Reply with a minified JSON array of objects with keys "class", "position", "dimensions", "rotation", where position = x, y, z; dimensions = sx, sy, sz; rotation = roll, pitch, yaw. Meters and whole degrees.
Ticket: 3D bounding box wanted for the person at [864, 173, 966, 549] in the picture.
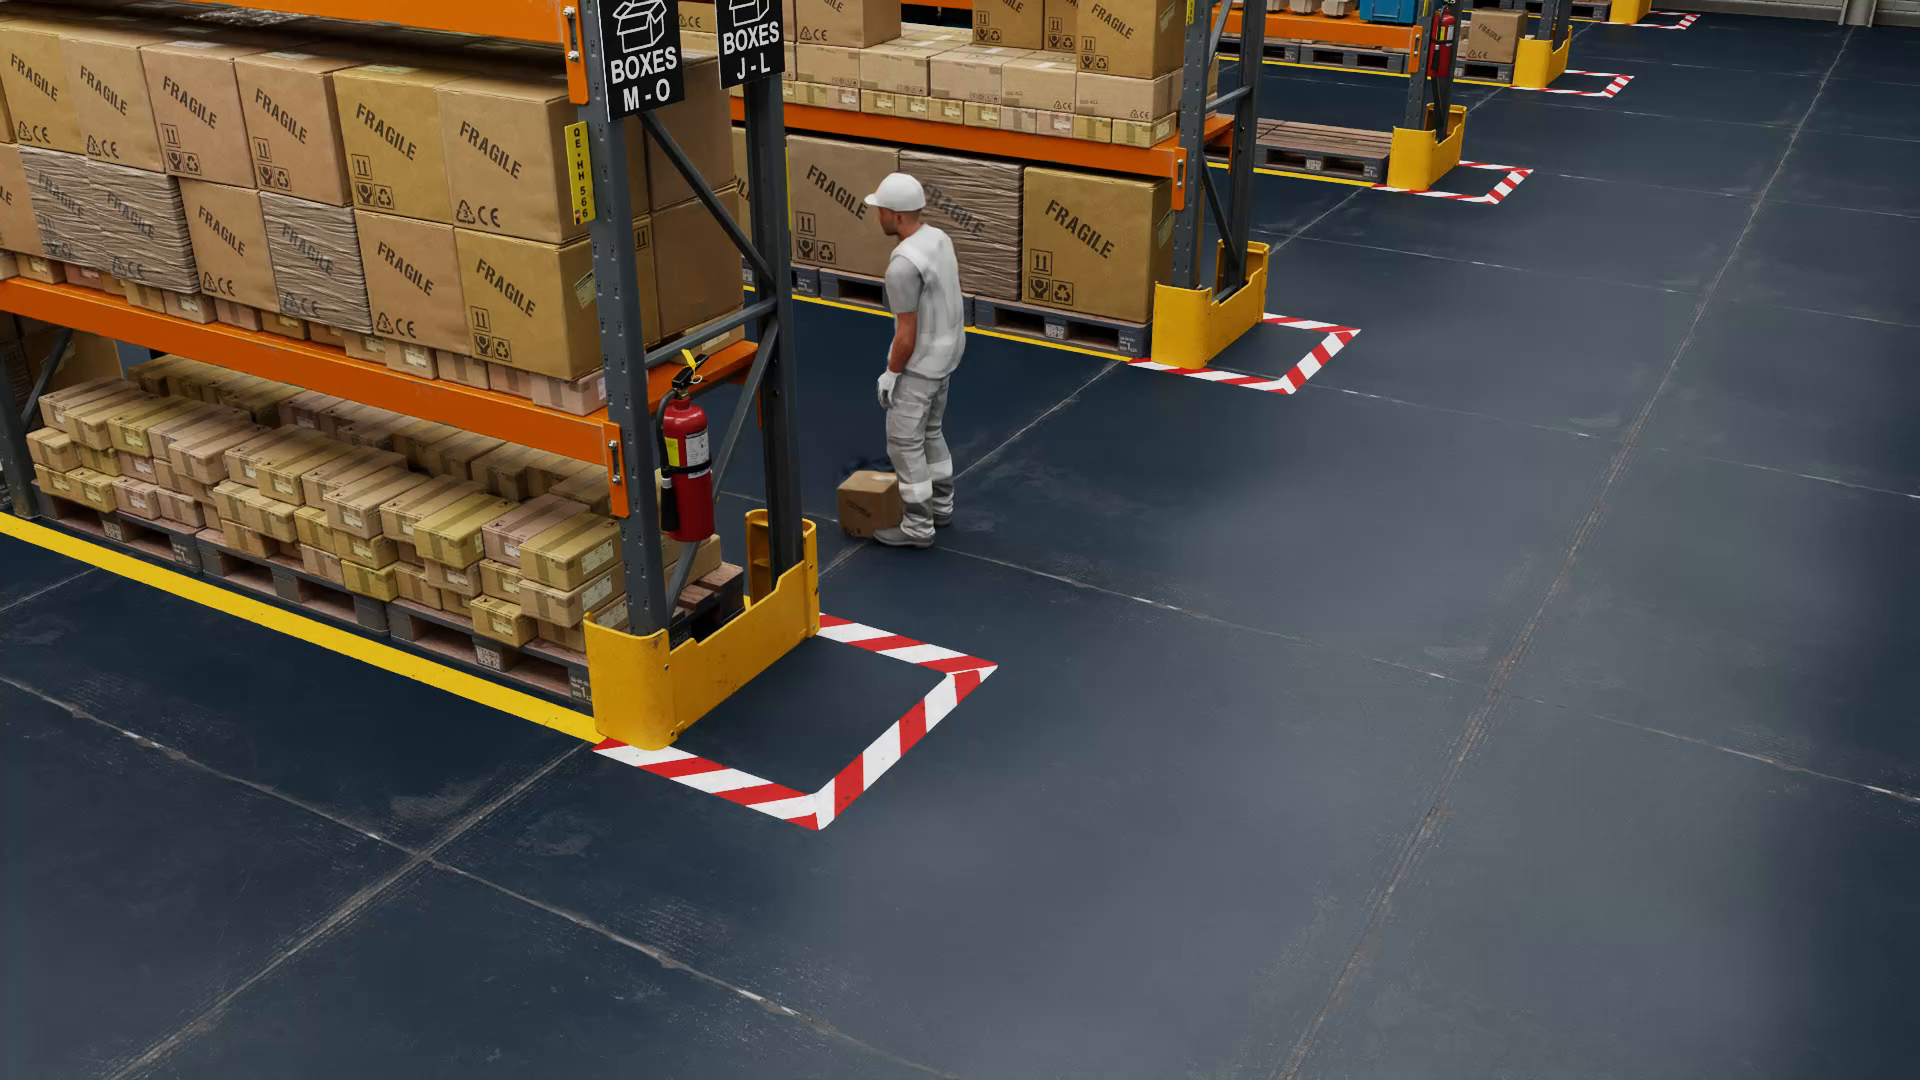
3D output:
[{"class":"person","position":[-0.207,-0.826,7.768],"dimensions":[0.441,1.780,0.576],"rotation":[10,28,19]}]
